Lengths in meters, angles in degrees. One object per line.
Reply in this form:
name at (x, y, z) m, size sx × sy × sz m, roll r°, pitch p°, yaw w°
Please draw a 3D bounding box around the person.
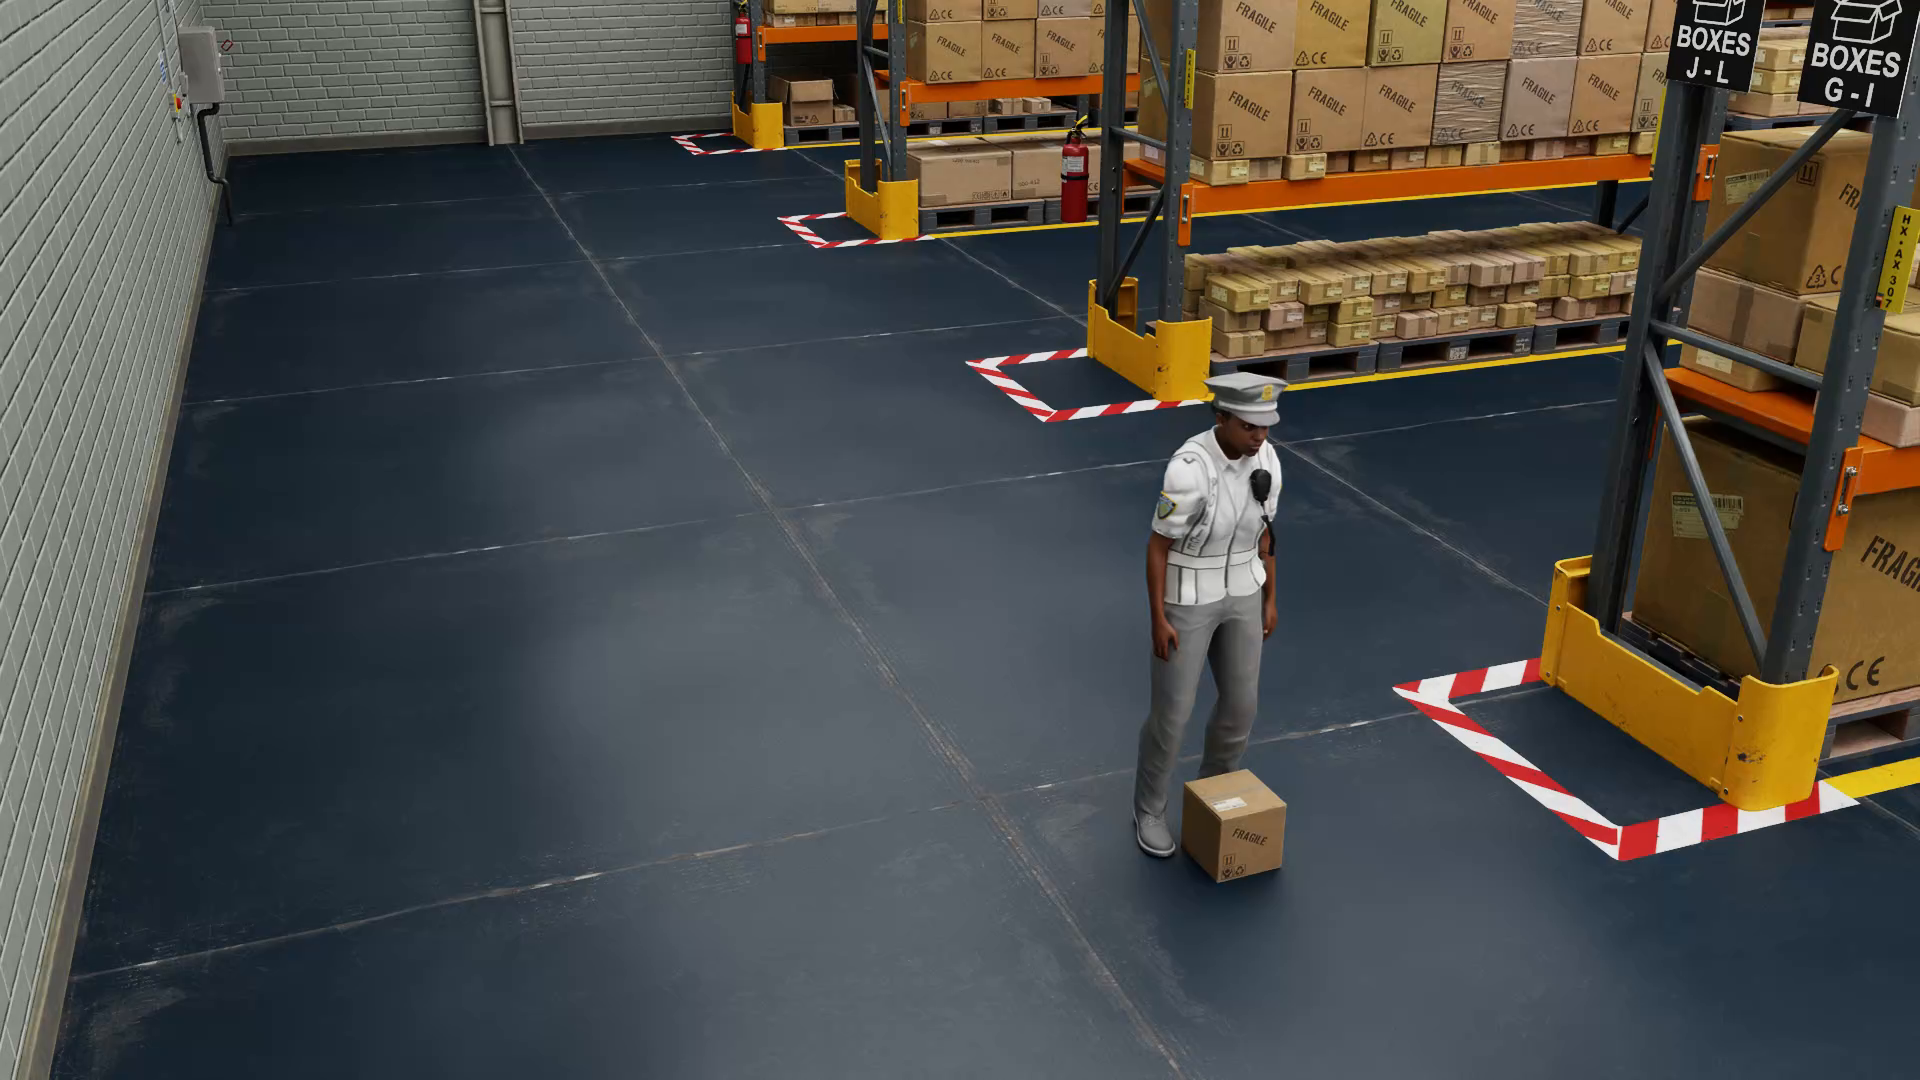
person at (0.832, 0.228, 5.546) m, size 0.531 × 1.661 × 0.397 m, roll -10°, pitch 25°, yaw -22°
